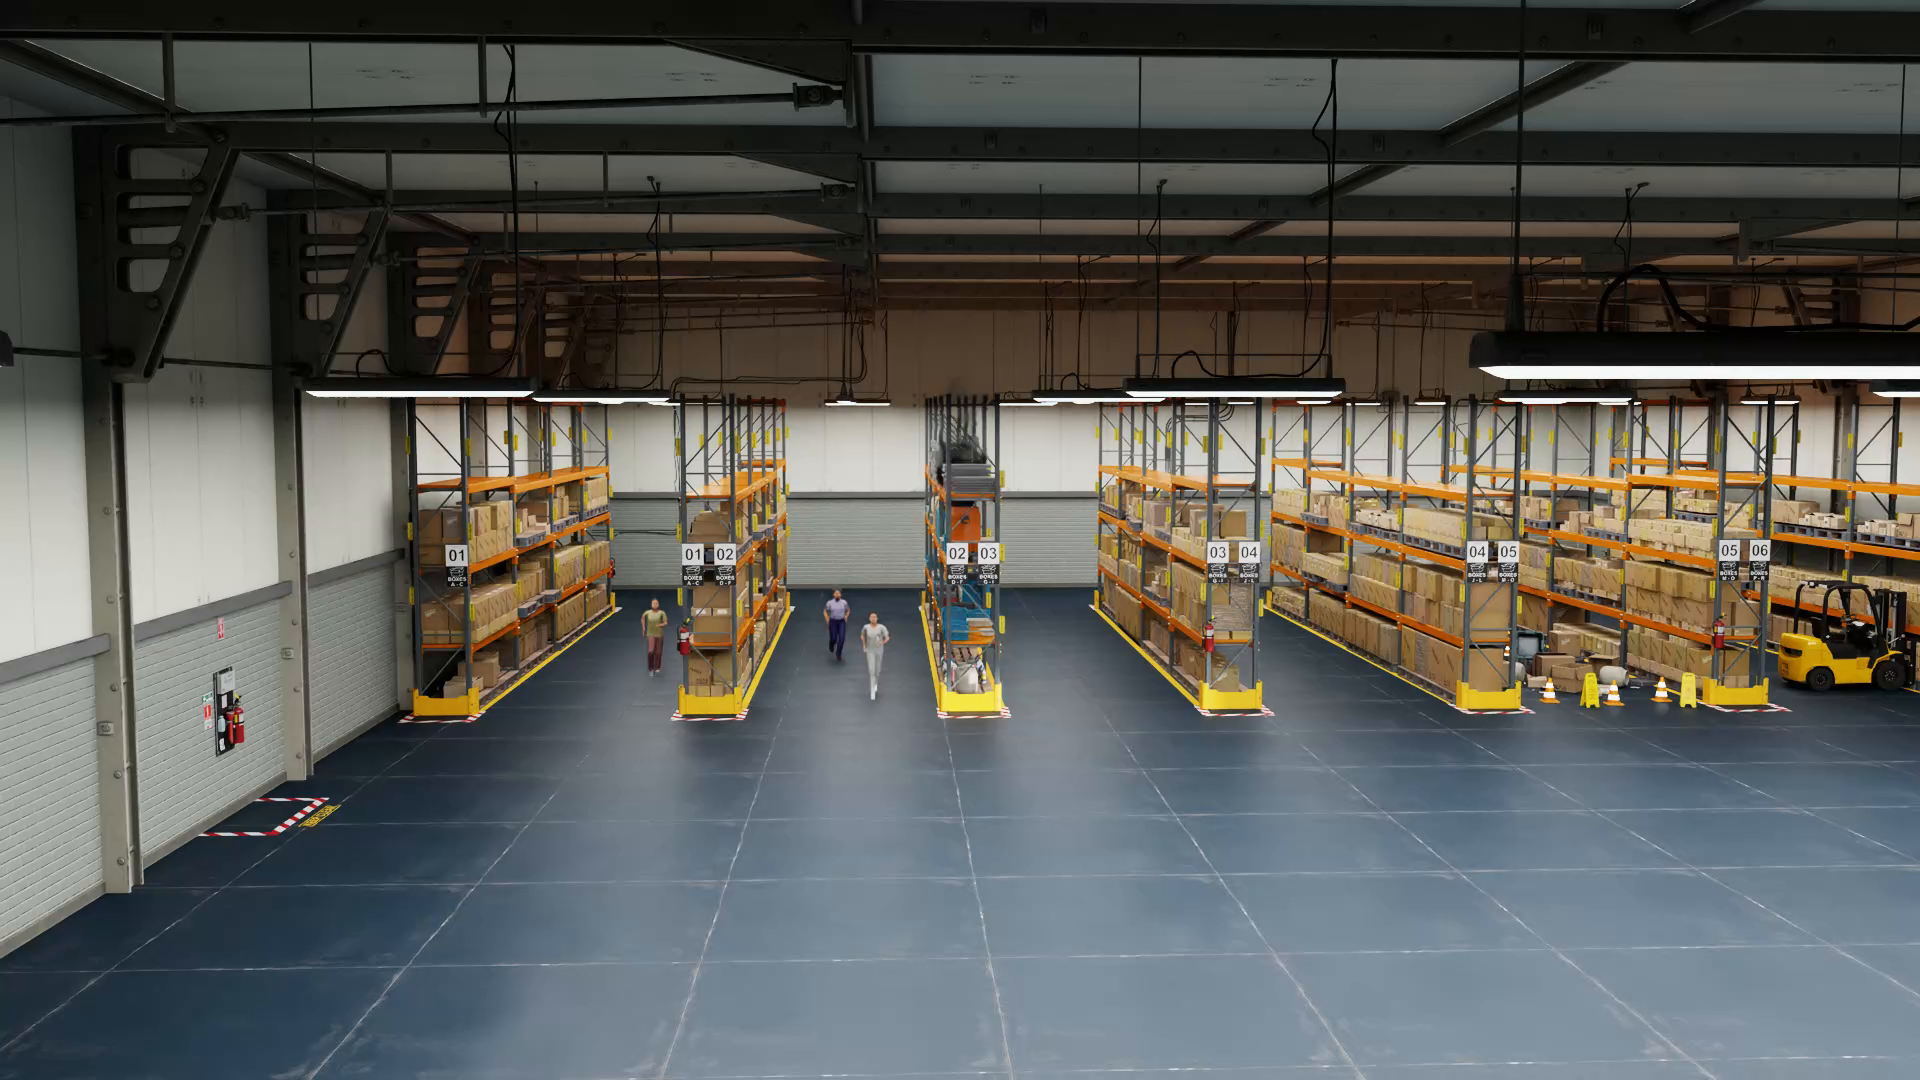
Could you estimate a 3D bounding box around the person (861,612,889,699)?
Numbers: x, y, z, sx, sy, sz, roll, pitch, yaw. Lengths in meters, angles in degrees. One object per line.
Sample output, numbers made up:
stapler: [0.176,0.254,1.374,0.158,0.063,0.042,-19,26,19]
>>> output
person: [-1.689,2.266,33.165,0.559,1.712,0.821,0,5,-5]

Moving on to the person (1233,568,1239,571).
person: [7.851,1.182,47.588,0.617,1.618,0.657,2,5,25]

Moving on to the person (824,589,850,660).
person: [-2.812,1.927,38.123,0.614,1.609,0.575,-1,5,-12]

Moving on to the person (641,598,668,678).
person: [-6.510,2.088,35.489,0.546,1.704,0.702,-1,5,-14]
